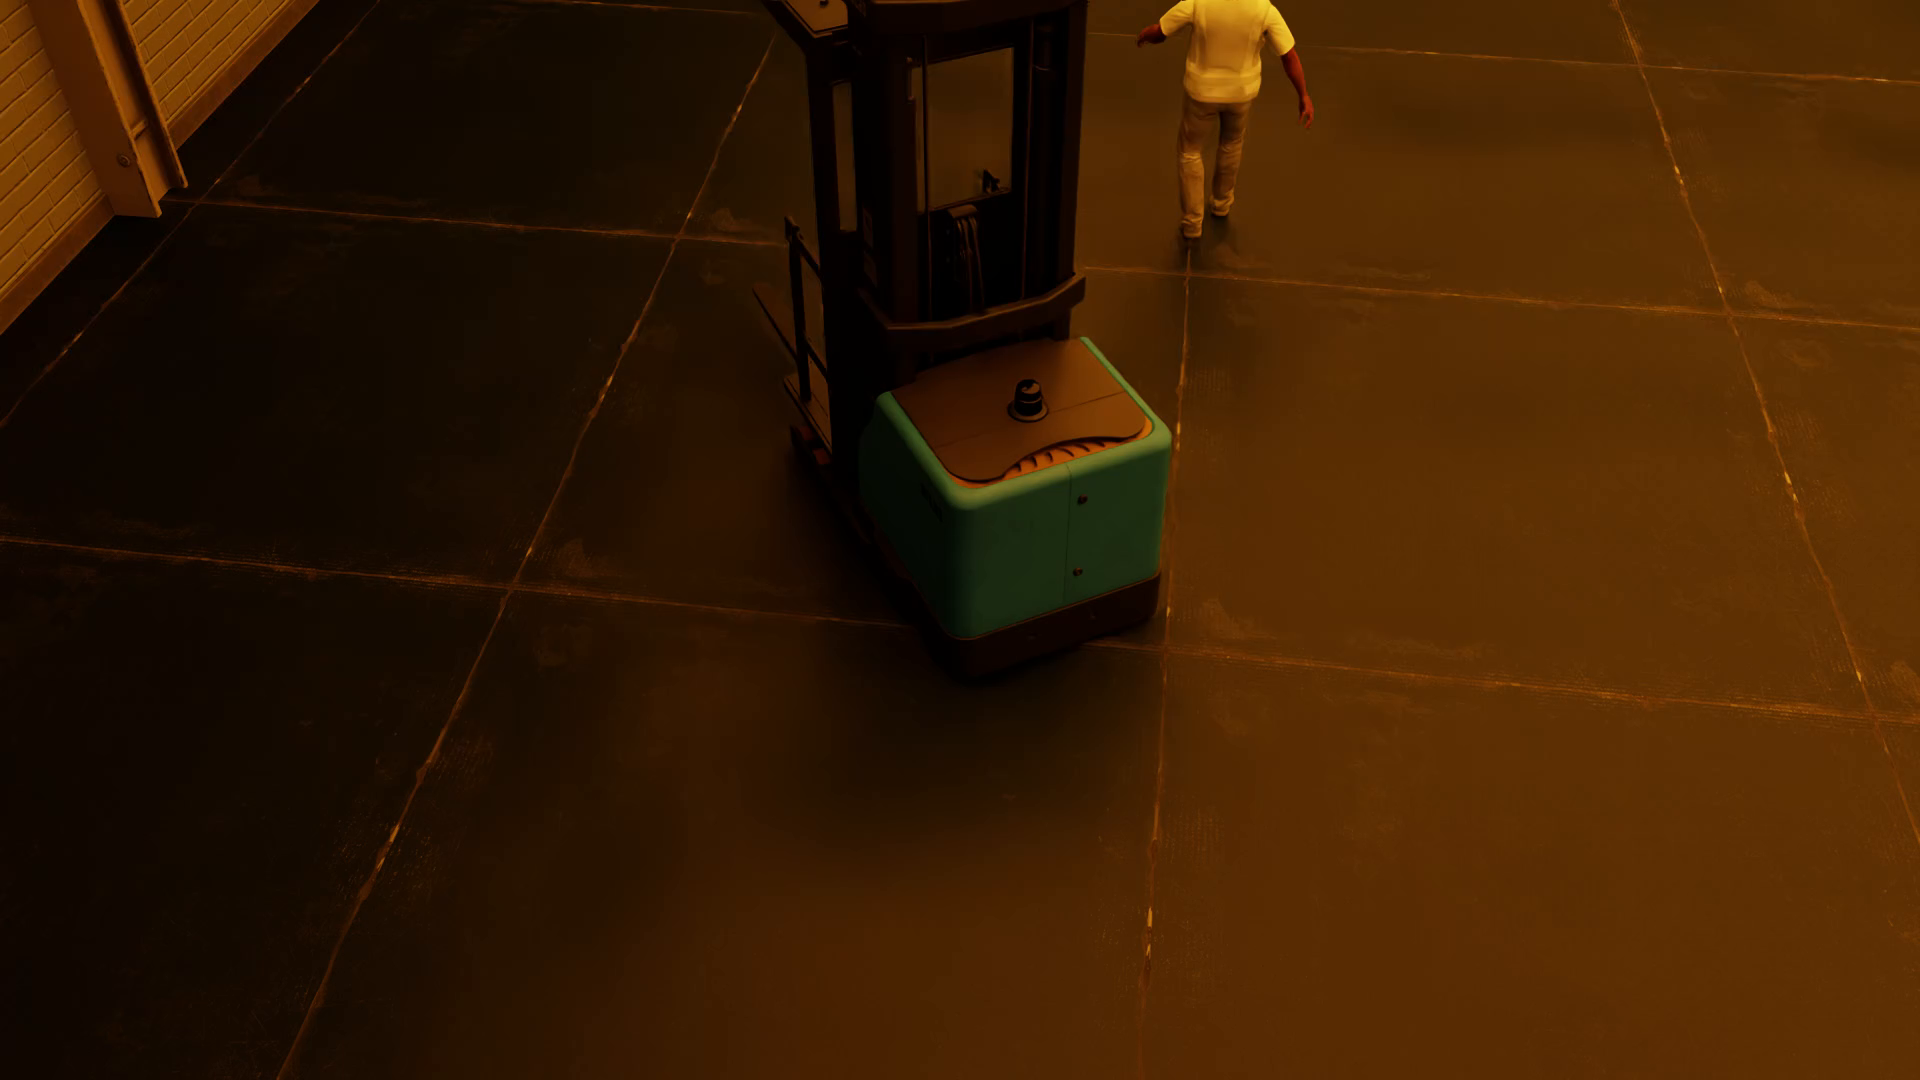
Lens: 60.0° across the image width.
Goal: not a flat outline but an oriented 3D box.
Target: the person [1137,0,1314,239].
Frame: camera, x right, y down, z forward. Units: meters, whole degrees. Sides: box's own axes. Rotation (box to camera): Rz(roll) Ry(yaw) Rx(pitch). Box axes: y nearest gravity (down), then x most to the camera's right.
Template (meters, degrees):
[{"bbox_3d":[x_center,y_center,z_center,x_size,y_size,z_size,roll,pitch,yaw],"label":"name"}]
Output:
[{"bbox_3d":[1.492,-2.567,9.401,0.982,1.745,0.740,2,43,2],"label":"person"}]

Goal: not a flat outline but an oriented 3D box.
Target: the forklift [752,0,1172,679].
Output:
[{"bbox_3d":[-0.191,-1.485,7.341,1.130,2.935,3.031,-18,45,-18],"label":"forklift"}]
